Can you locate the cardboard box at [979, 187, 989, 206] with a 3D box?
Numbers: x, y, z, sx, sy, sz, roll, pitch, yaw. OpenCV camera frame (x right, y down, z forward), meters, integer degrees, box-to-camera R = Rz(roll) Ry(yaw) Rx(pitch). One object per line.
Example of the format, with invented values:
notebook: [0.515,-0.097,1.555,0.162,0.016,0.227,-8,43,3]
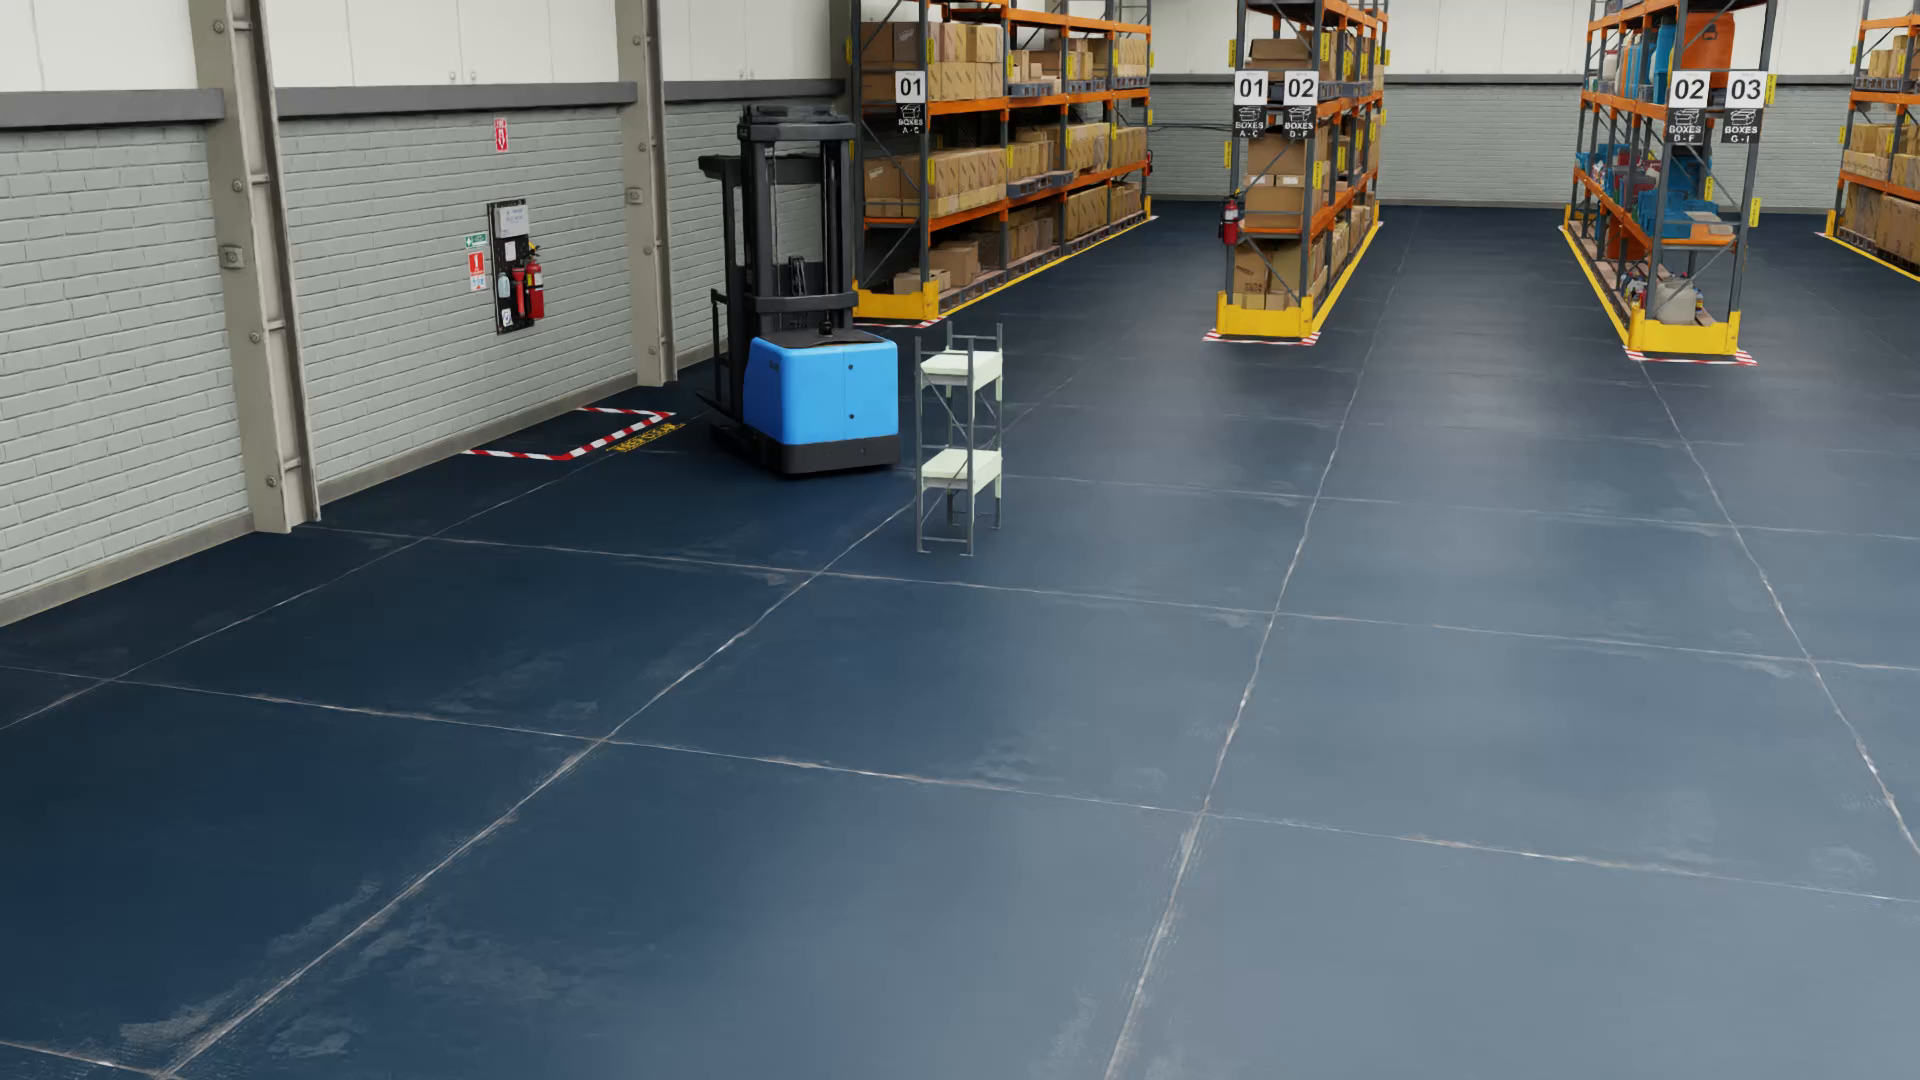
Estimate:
cardboard box: [0.111,-5.016,24.254,0.500,0.250,0.500,5,16,16]

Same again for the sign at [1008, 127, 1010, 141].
sign: [0.836,-7.134,29.361,0.100,0.325,0.005,5,16,16]

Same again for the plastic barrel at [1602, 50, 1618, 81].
plastic barrel: [11.614,-8.405,29.450,0.433,0.535,0.433,0,16,0]

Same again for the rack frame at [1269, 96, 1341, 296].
rack frame: [4.983,-5.105,24.330,1.000,3.000,0.127,5,16,16]

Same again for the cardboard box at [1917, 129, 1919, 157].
cardboard box: [16.373,-6.613,27.626,0.797,0.503,0.637,5,17,16]

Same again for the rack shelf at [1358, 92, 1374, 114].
rack shelf: [6.688,-7.772,29.553,1.077,0.370,4.000,5,16,16]

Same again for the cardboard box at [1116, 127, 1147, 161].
cardboard box: [3.507,-8.638,36.236,0.980,0.700,0.700,5,17,18]

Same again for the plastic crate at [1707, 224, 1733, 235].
plastic crate: [9.157,-3.756,20.057,0.298,0.136,0.250,5,16,16]

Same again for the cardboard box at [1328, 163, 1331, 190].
cardboard box: [5.509,-5.622,25.969,0.500,0.500,0.500,5,16,16]

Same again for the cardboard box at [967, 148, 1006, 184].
cardboard box: [0.394,-5.639,25.076,0.500,0.500,0.500,5,16,16]

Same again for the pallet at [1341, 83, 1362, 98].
pallet: [5.697,-7.026,25.954,1.003,0.211,1.213,5,17,18]

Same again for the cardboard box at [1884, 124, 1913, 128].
cardboard box: [18.003,-7.759,32.043,0.500,0.500,0.500,5,17,17]

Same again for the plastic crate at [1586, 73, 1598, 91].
plastic crate: [12.443,-8.894,32.306,0.504,0.338,0.767,5,16,16]

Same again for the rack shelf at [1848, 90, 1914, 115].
rack shelf: [17.321,-8.049,30.531,1.077,0.370,4.000,5,16,16]

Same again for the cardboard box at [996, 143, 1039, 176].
cardboard box: [0.912,-6.343,27.706,0.700,0.500,0.500,5,16,16]

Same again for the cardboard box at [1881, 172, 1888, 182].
cardboard box: [16.526,-6.413,29.403,0.380,0.149,0.250,5,17,16]

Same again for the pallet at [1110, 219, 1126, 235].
pallet: [2.797,-6.432,34.121,1.003,0.211,1.213,5,16,16]

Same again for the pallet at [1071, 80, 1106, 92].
pallet: [2.292,-8.688,31.818,0.805,0.209,1.217,4,16,14]

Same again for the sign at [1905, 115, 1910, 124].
sign: [18.406,-8.101,32.336,0.100,0.325,0.005,5,16,16]

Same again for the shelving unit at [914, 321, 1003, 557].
shelving unit: [-0.002,-0.720,11.619,0.431,1.500,0.755,5,16,16]

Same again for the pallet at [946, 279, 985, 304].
pallet: [-0.270,-3.648,24.304,1.003,0.211,1.213,5,16,16]

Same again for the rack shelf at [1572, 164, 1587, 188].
rack shelf: [12.573,-6.990,32.295,1.077,0.370,4.000,5,16,16]

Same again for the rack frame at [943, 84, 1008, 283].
rack frame: [0.232,-5.488,25.681,1.000,3.000,0.127,5,16,16]

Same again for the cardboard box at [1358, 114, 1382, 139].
cardboard box: [8.530,-8.636,34.763,0.500,0.500,0.500,4,16,15]

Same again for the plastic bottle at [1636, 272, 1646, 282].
plastic bottle: [9.242,-3.467,22.604,0.144,0.351,0.185,5,16,16]

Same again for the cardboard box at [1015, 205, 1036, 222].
cardboard box: [0.992,-5.568,28.362,0.500,0.250,0.500,5,17,17]

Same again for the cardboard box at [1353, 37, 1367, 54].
cardboard box: [7.358,-9.300,31.609,0.700,0.500,0.500,5,16,16]

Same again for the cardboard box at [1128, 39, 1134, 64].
cardboard box: [3.252,-9.992,34.012,0.500,0.500,0.500,5,17,16]

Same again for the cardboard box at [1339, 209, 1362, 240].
cardboard box: [7.099,-5.796,30.541,0.500,0.500,0.500,5,17,17]

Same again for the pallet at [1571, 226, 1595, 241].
pallet: [12.521,-5.987,32.550,1.003,0.211,1.213,5,16,16]

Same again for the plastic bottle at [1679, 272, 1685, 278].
plastic bottle: [9.824,-3.466,22.601,0.144,0.351,0.185,4,16,14]

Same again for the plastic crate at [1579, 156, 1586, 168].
plastic crate: [12.381,-7.424,32.704,0.416,0.233,0.300,5,16,16]

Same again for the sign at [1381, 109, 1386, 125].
sign: [8.919,-8.905,35.028,0.100,0.325,0.005,5,16,16]

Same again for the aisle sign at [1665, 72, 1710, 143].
aisle sign: [8.289,-4.928,18.943,0.394,0.787,0.004,5,16,16]

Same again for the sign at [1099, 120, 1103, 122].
sign: [3.112,-9.127,36.778,0.100,0.325,0.005,5,16,16]

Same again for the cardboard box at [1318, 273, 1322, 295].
cardboard box: [4.781,-3.584,23.237,0.500,0.250,0.500,5,16,16]

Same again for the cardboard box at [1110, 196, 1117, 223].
cardboard box: [2.816,-6.768,34.006,0.700,0.500,0.500,5,17,17]

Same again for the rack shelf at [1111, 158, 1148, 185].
rack shelf: [3.074,-7.758,35.003,1.077,0.370,4.000,5,16,16]

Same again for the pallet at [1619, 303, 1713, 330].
pallet: [9.155,-2.886,21.616,1.003,0.211,1.213,5,16,16]

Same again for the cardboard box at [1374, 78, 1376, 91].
cardboard box: [7.778,-8.807,32.162,0.500,0.250,0.500,5,16,16]

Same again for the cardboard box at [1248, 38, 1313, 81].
cardboard box: [4.013,-5.971,20.670,0.797,0.503,0.637,6,17,20]

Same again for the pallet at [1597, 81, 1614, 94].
pallet: [11.875,-7.952,29.218,1.213,0.211,1.003,5,16,16]

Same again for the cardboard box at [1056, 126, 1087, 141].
cardboard box: [2.035,-7.467,30.518,0.500,0.250,0.500,5,17,16]

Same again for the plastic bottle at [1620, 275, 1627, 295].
plastic bottle: [9.154,-3.485,22.804,0.152,0.276,0.135,5,17,18]

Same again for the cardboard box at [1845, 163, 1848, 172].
cardboard box: [17.401,-7.220,32.247,0.380,0.149,0.250,4,16,15]

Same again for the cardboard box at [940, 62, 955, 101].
cardboard box: [-0.383,-6.148,22.292,0.500,0.500,0.500,6,17,20]

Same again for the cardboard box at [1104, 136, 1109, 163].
cardboard box: [2.616,-7.642,32.509,0.500,0.500,0.500,4,16,15]

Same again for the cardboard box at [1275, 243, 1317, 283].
cardboard box: [4.482,-3.684,22.217,0.500,0.500,0.500,5,16,16]

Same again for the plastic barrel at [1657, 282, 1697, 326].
plastic barrel: [8.708,-2.857,20.193,0.421,0.512,0.421,0,16,0]

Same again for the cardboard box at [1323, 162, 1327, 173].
cardboard box: [4.967,-5.244,23.449,0.380,0.149,0.250,4,16,14]

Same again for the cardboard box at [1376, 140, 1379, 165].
cardboard box: [8.382,-8.018,34.418,0.500,0.500,0.500,5,17,16]

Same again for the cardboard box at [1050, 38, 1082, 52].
cardboard box: [1.987,-9.279,31.186,0.500,0.250,0.500,4,16,14]

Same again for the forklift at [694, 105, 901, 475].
forklift: [-1.599,-2.300,14.565,1.130,2.935,3.031,-8,18,-25]

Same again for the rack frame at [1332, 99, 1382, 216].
rack frame: [8.393,-8.244,35.399,1.000,3.000,0.127,5,16,16]

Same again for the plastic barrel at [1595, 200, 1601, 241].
plastic barrel: [11.833,-5.864,30.084,0.600,0.901,0.708,5,16,16]

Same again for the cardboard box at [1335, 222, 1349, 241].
cardboard box: [6.207,-5.144,27.711,0.500,0.311,0.500,5,17,17]
